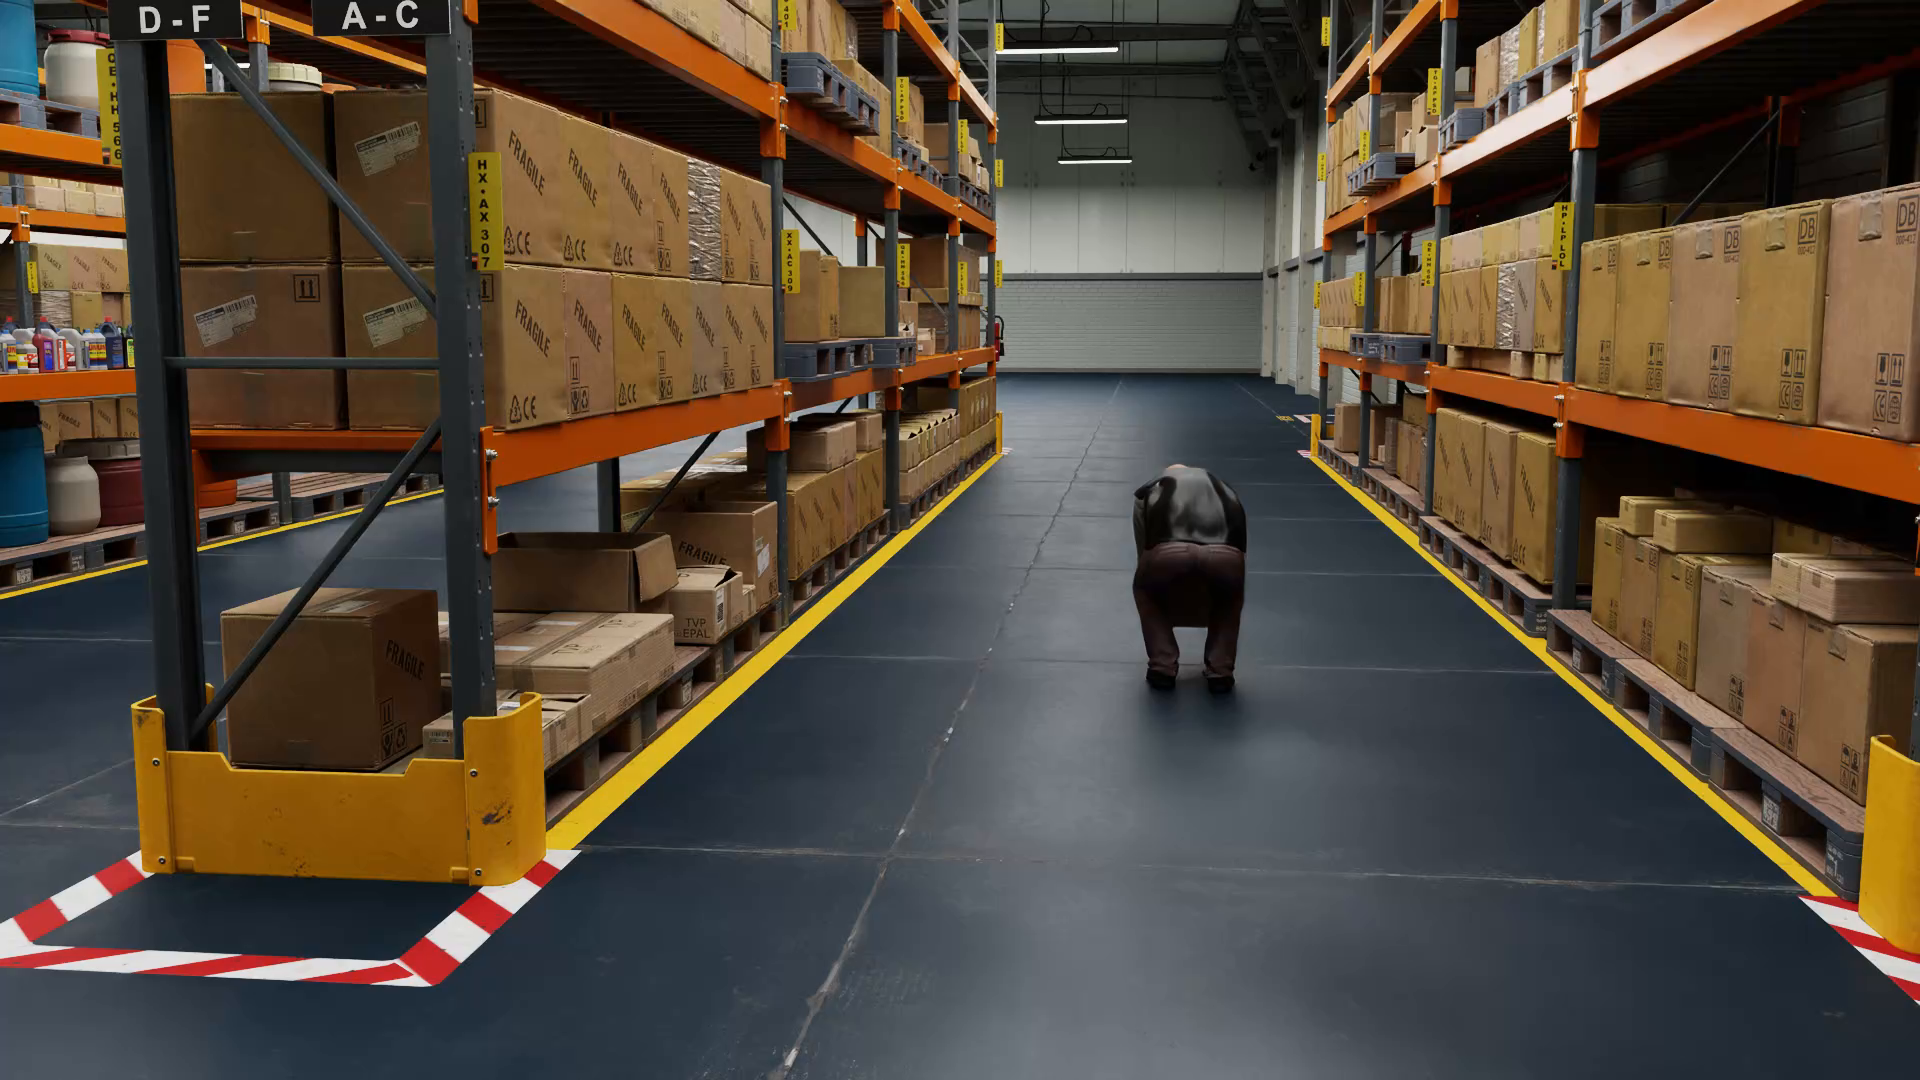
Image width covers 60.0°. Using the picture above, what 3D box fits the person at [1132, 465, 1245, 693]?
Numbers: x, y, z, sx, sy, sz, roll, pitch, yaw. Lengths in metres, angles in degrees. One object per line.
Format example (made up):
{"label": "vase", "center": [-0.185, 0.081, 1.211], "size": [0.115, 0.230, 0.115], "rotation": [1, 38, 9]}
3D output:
{"label": "person", "center": [1.041, 0.164, 7.569], "size": [0.507, 0.957, 0.920], "rotation": [1, 8, 4]}
